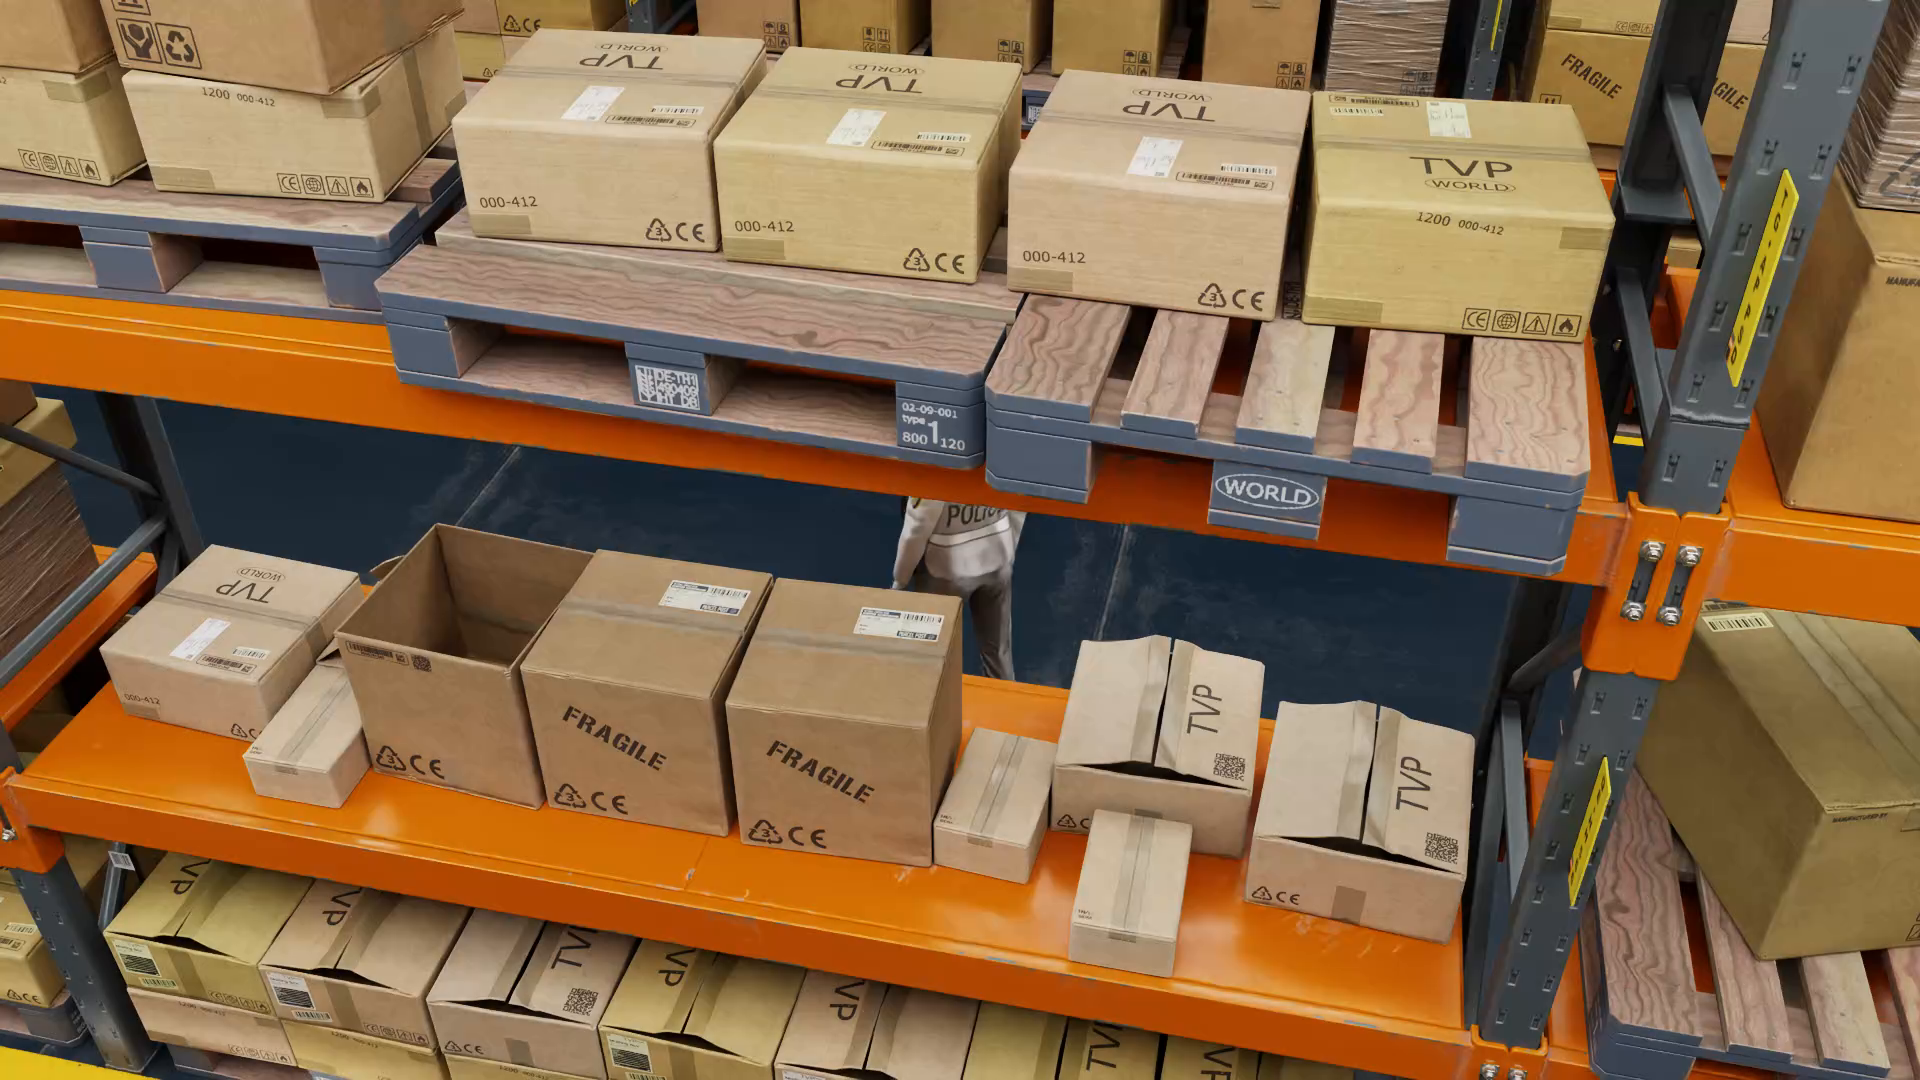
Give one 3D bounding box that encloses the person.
[{"bbox_3d":[-0.001,0.090,5.976,0.528,1.679,0.405,-18,40,-22],"label":"person"}]
